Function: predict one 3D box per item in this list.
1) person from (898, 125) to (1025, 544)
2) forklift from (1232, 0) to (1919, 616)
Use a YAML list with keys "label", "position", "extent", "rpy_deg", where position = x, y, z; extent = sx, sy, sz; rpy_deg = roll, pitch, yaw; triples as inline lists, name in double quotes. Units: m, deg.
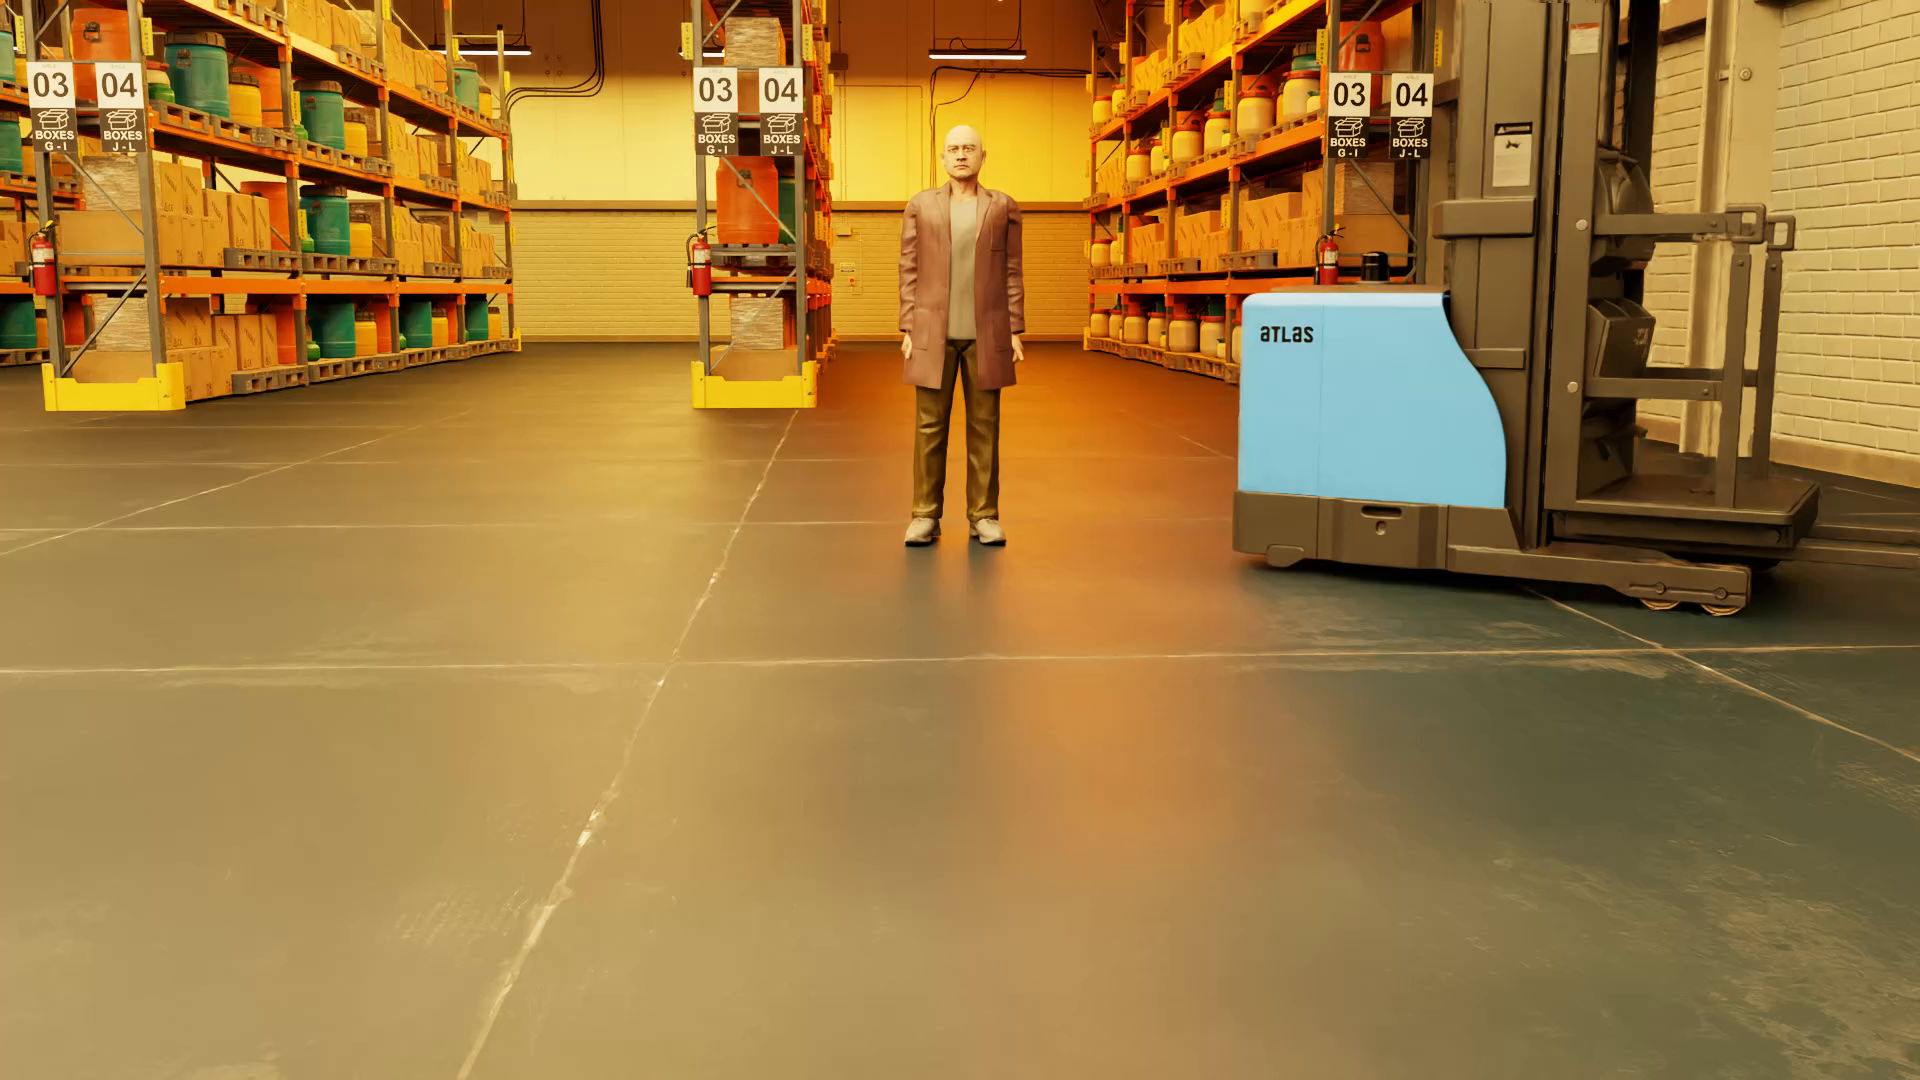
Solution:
- label: "person"
  position: [0.012, -0.878, 7.160]
  extent: [0.551, 1.782, 0.390]
  rpy_deg: [-1, 8, -4]
- label: "forklift"
  position: [2.597, -1.283, 5.973]
  extent: [3.031, 2.935, 1.130]
  rpy_deg: [5, 10, 31]
